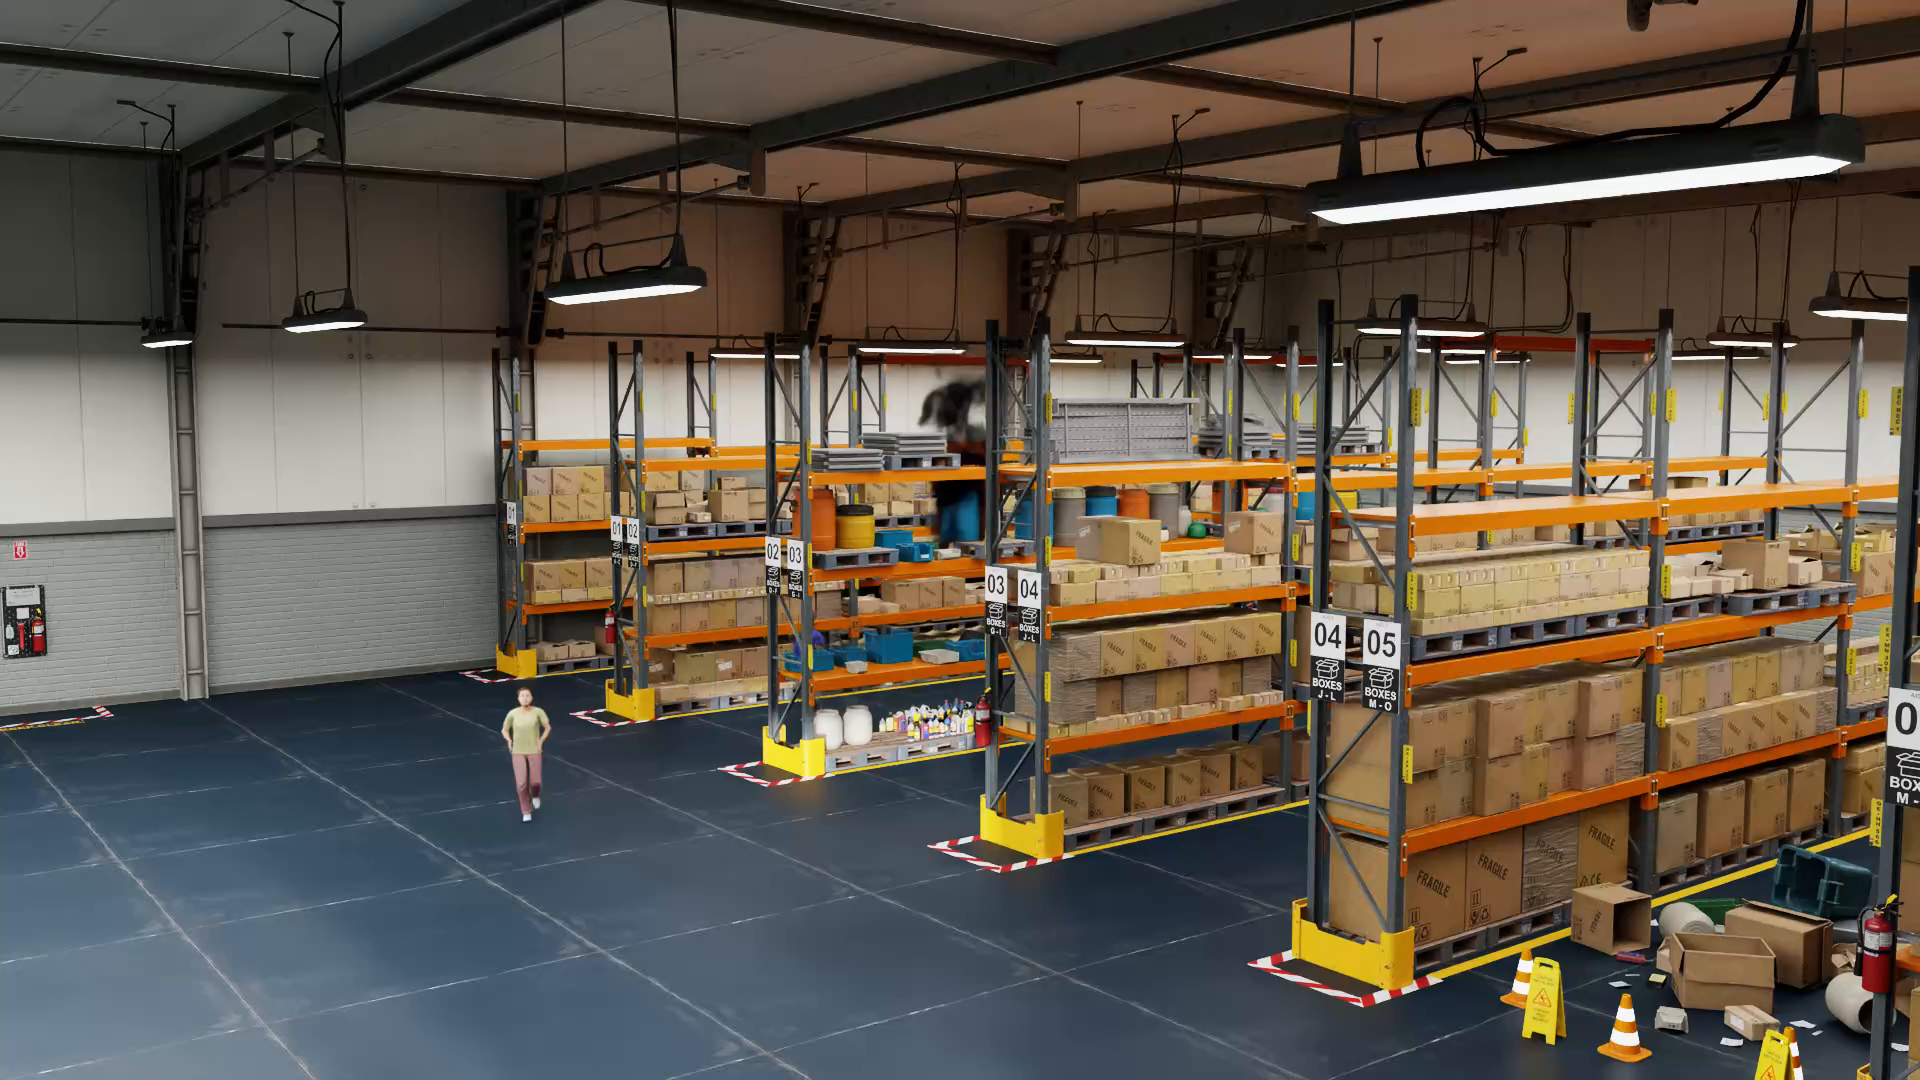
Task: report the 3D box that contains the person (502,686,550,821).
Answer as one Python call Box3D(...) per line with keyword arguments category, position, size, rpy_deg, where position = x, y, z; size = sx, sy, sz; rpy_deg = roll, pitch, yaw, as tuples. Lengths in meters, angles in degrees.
Box3D(category="person", position=(-5.272, 2.579, 20.215), size=(0.578, 1.619, 0.569), rpy_deg=(-1, 5, -12))

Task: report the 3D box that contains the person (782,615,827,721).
Box3D(category="person", position=(-2.350, 1.912, 24.661), size=(0.572, 1.679, 0.563), rpy_deg=(-5, 7, -42))
